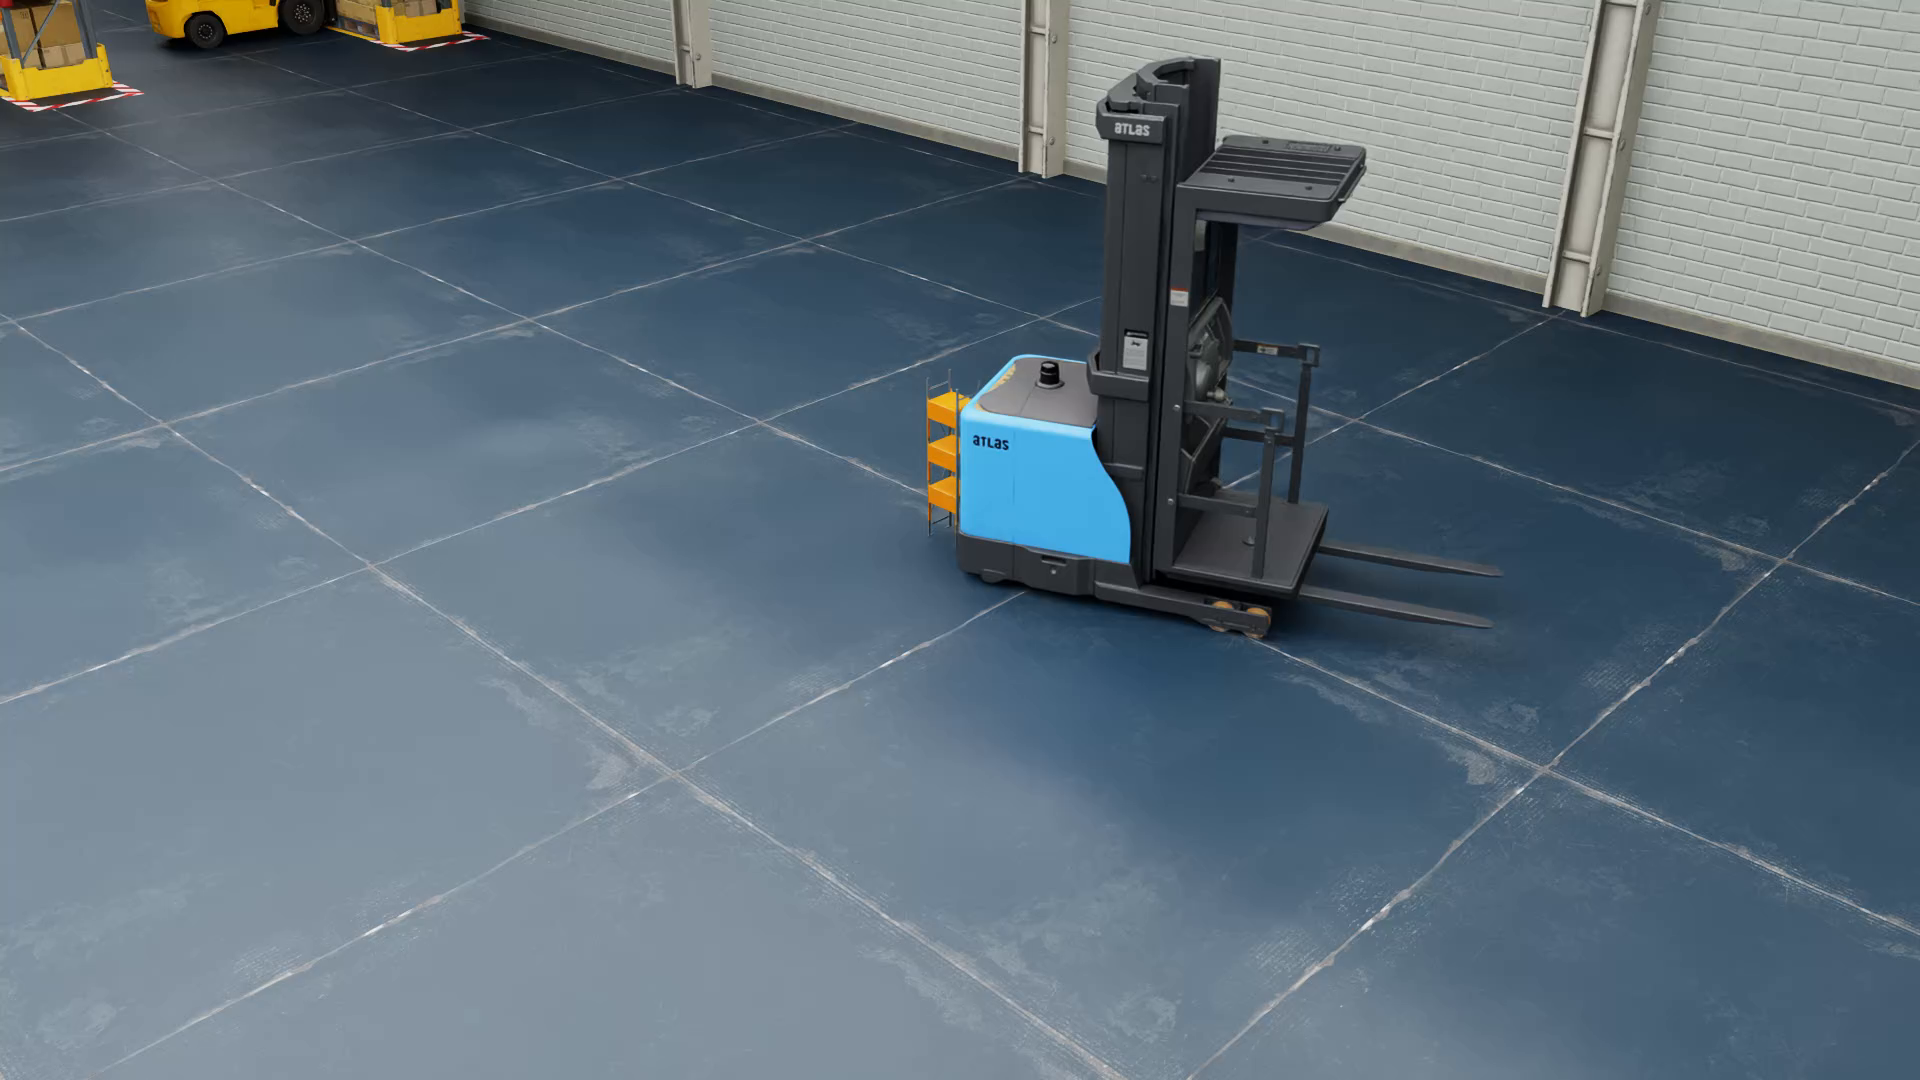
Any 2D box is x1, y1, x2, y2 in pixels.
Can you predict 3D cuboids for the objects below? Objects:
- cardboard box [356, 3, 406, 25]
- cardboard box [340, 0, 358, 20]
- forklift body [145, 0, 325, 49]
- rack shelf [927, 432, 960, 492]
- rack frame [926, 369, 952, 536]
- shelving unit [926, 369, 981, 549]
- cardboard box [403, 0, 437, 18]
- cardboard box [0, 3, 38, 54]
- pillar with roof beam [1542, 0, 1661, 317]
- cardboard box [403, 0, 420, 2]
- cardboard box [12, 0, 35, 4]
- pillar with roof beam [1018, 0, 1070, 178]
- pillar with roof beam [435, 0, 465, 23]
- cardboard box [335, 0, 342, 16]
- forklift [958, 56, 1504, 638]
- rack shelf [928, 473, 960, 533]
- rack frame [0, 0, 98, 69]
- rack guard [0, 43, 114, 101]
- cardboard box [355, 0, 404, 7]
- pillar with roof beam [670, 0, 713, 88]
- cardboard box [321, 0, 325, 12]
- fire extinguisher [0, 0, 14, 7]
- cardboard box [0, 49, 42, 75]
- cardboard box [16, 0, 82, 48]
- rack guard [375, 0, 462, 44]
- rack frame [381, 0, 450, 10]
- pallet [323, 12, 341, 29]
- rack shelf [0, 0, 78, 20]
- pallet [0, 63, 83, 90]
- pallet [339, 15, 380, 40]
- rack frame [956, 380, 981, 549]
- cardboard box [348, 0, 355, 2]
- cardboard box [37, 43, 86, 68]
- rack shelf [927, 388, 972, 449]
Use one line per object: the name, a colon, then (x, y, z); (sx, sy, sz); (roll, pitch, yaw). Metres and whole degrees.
cardboard box: (-8.382, -7.648, 24.076); (0.500, 0.250, 0.500); (25, 37, 39)
cardboard box: (-8.730, -7.814, 24.390); (0.500, 0.250, 0.500); (25, 36, 38)
forklift body: (-10.456, -8.269, 23.664); (1.214, 2.155, 2.313); (25, 36, 38)
rack shelf: (-0.038, -0.473, 10.044); (0.240, 0.259, 0.215); (25, 36, 38)
rack frame: (-0.125, -0.522, 10.115); (0.008, 1.050, 0.200); (25, 36, 38)
shelving unit: (-0.038, -0.482, 10.039); (0.252, 1.050, 0.215); (25, 36, 38)
cardboard box: (-8.038, -7.825, 24.412); (0.500, 0.250, 0.500); (25, 37, 39)
cardboard box: (-12.057, -6.458, 21.006); (0.500, 0.500, 0.500); (25, 37, 39)
pillar with roof beam: (2.127, -4.511, 9.159); (0.400, 9.000, 9.100); (25, 36, 38)
cardboard box: (-8.015, -8.043, 24.290); (0.500, 0.250, 0.500); (-25, 36, -38)
cardboard box: (-12.077, -6.815, 21.685); (0.500, 0.500, 0.500); (23, 35, 37)
pillar with roof beam: (-2.151, -6.468, 12.882); (0.400, 9.000, 9.100); (25, 36, 38)
pillar with roof beam: (-10.708, -10.384, 20.329); (0.400, 9.000, 9.100); (25, 36, 38)
cardboard box: (-9.080, -7.980, 24.706); (0.500, 0.250, 0.500); (-25, 37, -39)
forklift: (1.556, -1.034, 9.067); (3.031, 2.935, 1.130); (10, 29, 19)
rack shelf: (-0.038, -0.227, 10.173); (0.240, 0.259, 0.215); (25, 36, 38)
rack frame: (-11.303, -6.982, 20.306); (0.127, 3.000, 1.000); (25, 36, 38)
rack guard: (-11.357, -5.901, 20.935); (0.348, 0.500, 1.175); (25, 36, 38)
cardboard box: (-8.391, -7.876, 23.972); (0.500, 0.250, 0.500); (24, 36, 38)
pillar with roof beam: (-6.430, -8.426, 16.606); (0.400, 9.000, 9.100); (25, 36, 38)
cardboard box: (-9.466, -8.142, 25.014); (0.500, 0.250, 0.500); (-24, 36, -38)
fire extinguisher: (-11.544, -6.758, 19.962); (0.183, 0.674, 0.296); (25, 36, 38)
cardboard box: (-12.085, -6.134, 21.195); (0.500, 0.250, 0.500); (24, 36, 38)
cardboard box: (-11.701, -6.646, 21.363); (0.500, 0.500, 0.500); (23, 36, 37)
rack guard: (-7.808, -7.517, 24.008); (0.348, 0.500, 1.175); (25, 36, 38)
rack frame: (-7.825, -8.631, 23.441); (0.127, 3.000, 1.000); (25, 36, 38)
pallet: (-9.266, -8.030, 25.295); (1.213, 0.211, 1.003); (25, 36, 38)
rack shelf: (-12.729, -7.317, 21.715); (4.000, 0.370, 1.077); (25, 36, 38)
pallet: (-11.911, -6.050, 21.529); (1.213, 0.211, 1.003); (25, 36, 38)
pallet: (-8.400, -7.632, 24.538); (1.213, 0.211, 1.003); (25, 36, 38)
rack frame: (0.049, -0.442, 9.963); (0.008, 1.050, 0.200); (25, 36, 38)
cardboard box: (-8.742, -8.043, 24.290); (0.500, 0.250, 0.500); (24, 36, 38)
cardboard box: (-11.684, -6.306, 21.523); (0.500, 0.250, 0.500); (24, 36, 38)
rack shelf: (-0.038, -0.724, 9.912); (0.240, 0.259, 0.215); (25, 36, 38)
